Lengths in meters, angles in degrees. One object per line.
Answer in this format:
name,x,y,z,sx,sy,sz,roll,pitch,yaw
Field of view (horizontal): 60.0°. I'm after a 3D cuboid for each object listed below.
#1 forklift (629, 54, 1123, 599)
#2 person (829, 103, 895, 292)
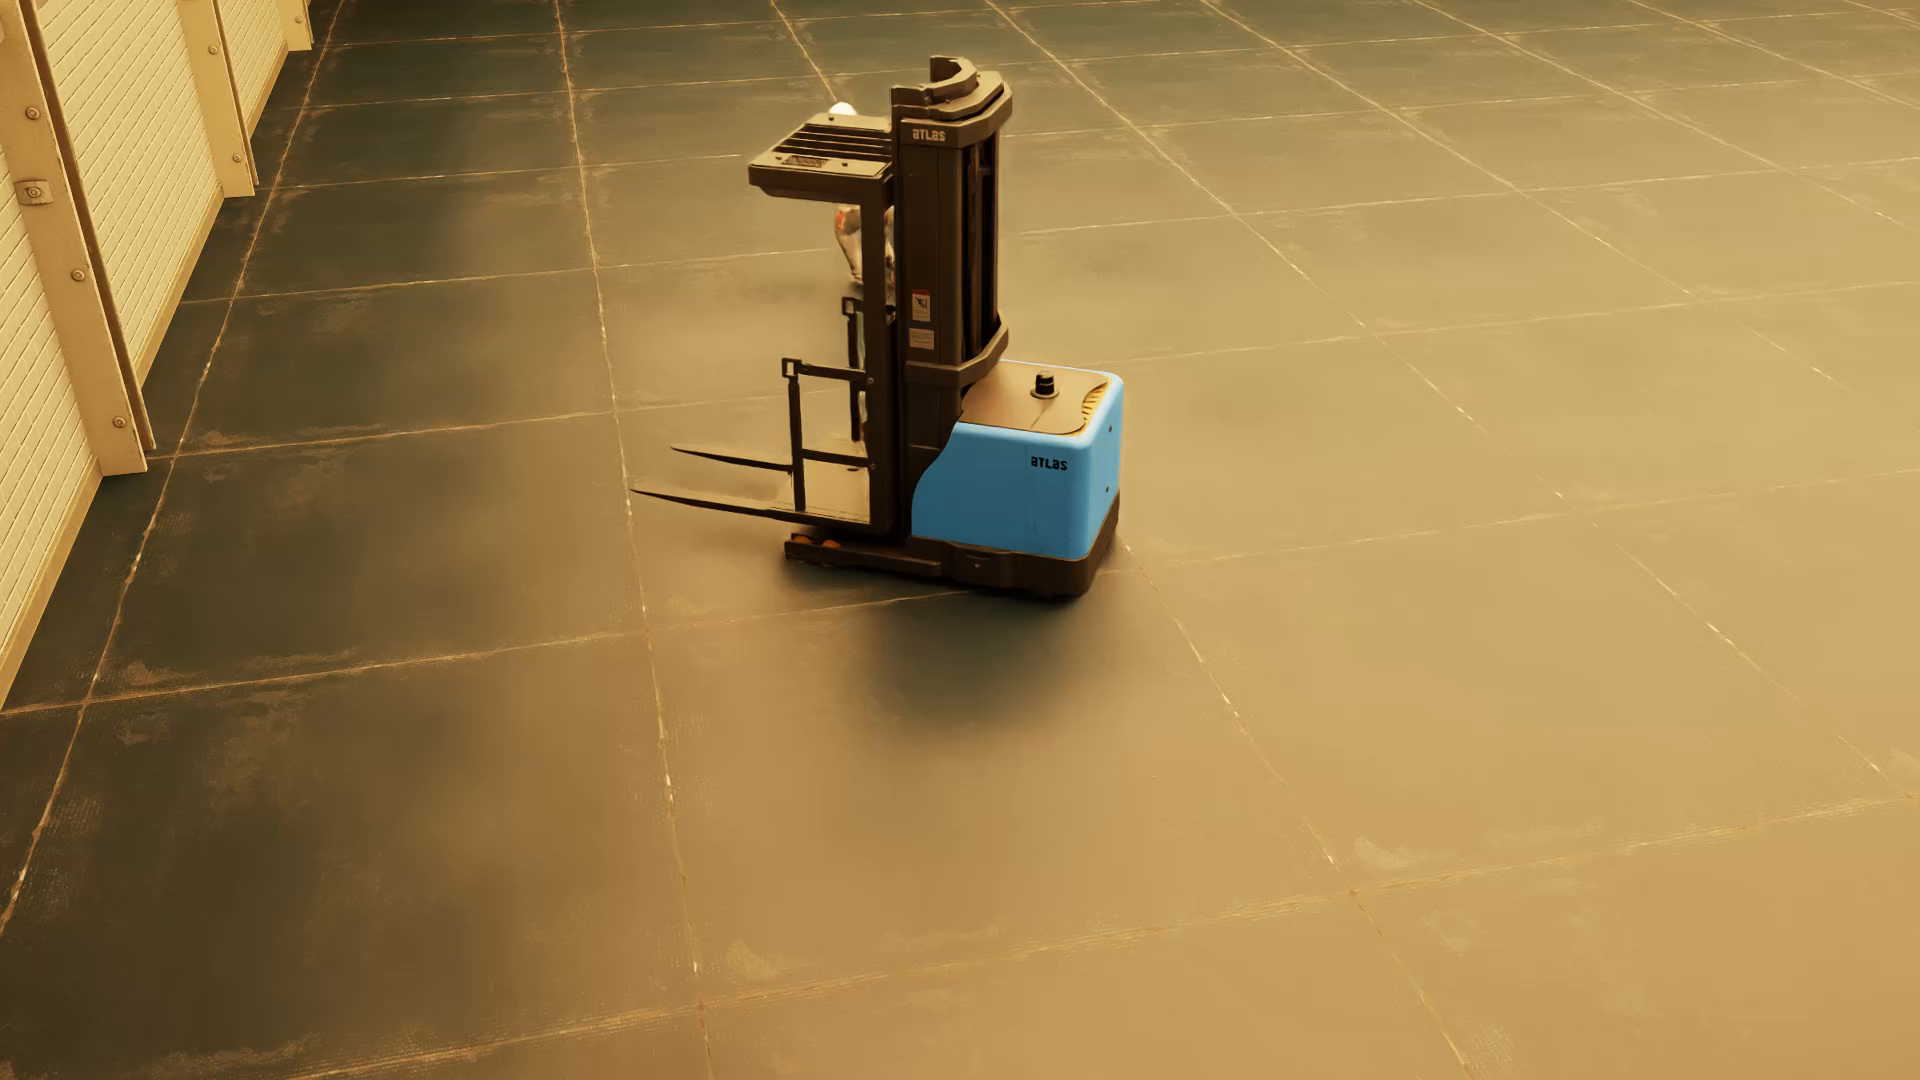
forklift,-0.572,-1.340,9.889,3.031,2.935,1.130,9,31,15
person,-0.793,-2.833,13.781,0.703,1.544,0.688,25,38,36
